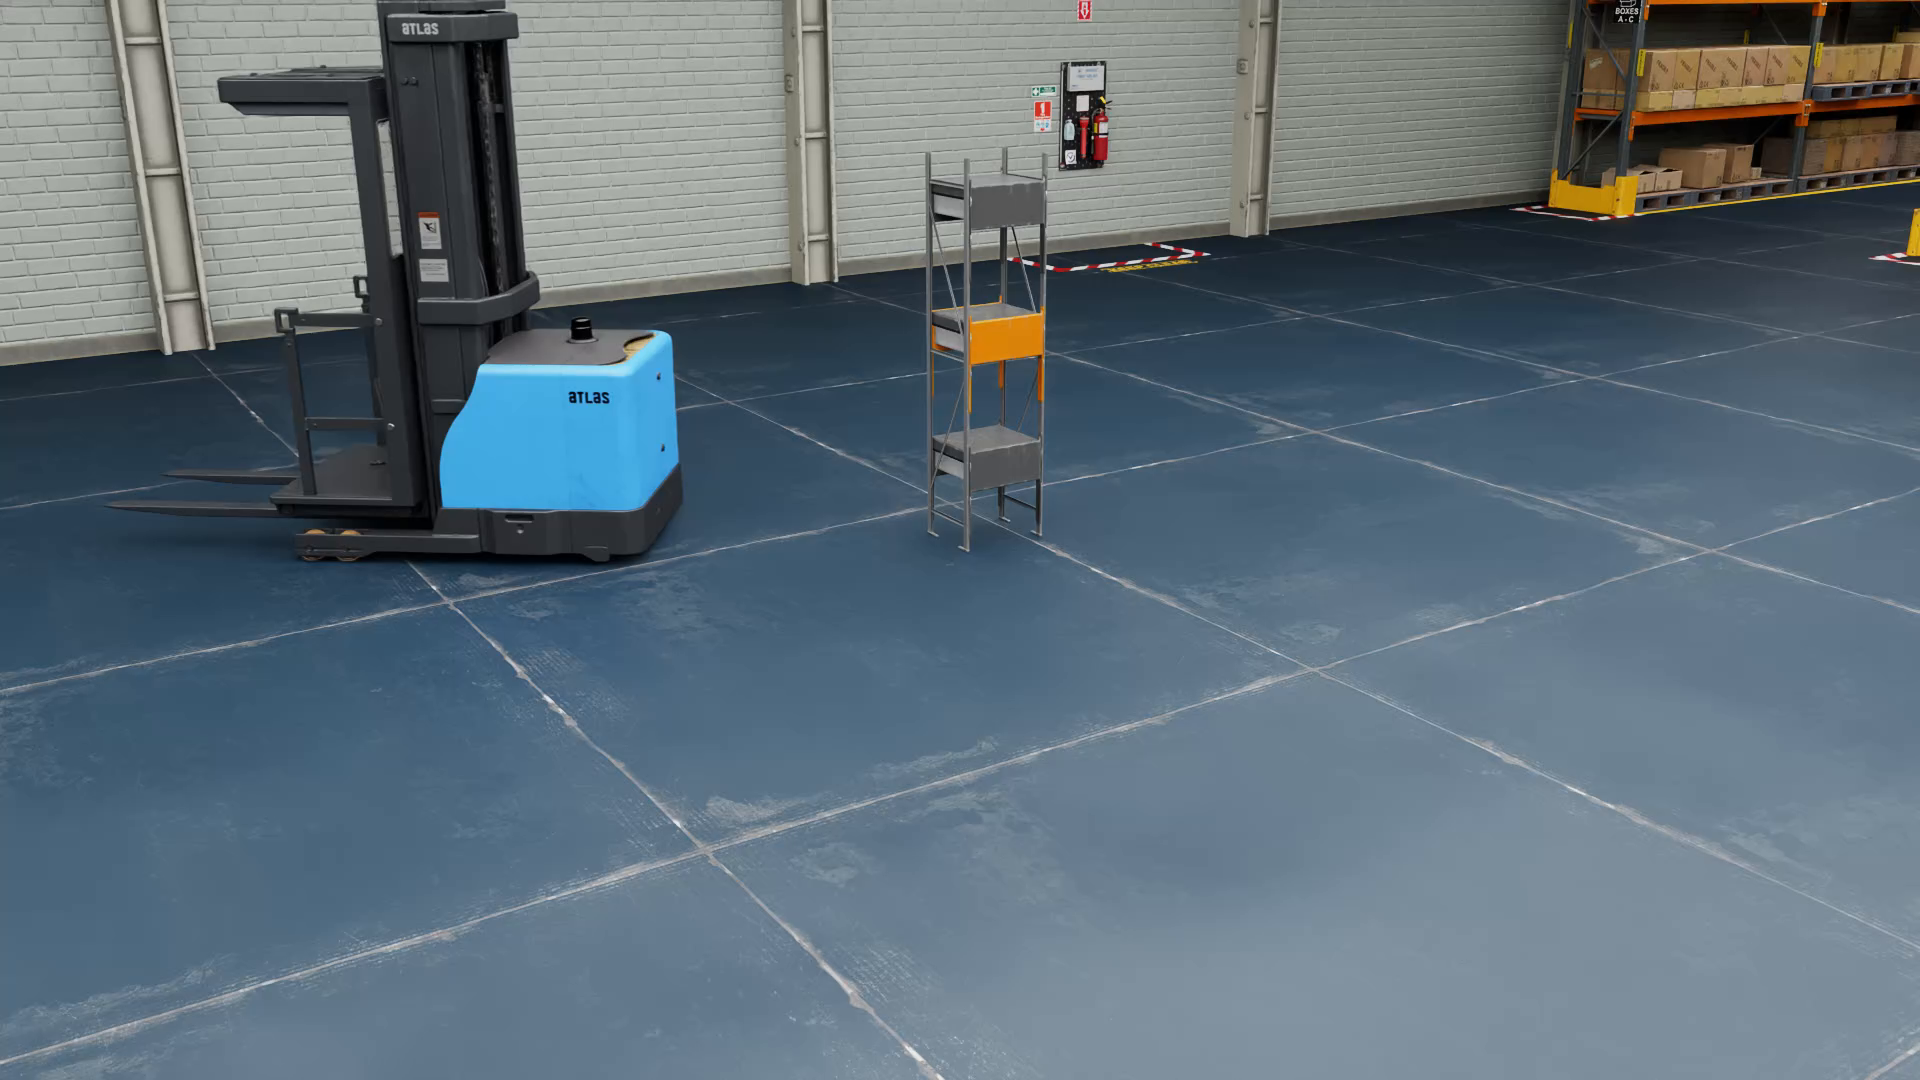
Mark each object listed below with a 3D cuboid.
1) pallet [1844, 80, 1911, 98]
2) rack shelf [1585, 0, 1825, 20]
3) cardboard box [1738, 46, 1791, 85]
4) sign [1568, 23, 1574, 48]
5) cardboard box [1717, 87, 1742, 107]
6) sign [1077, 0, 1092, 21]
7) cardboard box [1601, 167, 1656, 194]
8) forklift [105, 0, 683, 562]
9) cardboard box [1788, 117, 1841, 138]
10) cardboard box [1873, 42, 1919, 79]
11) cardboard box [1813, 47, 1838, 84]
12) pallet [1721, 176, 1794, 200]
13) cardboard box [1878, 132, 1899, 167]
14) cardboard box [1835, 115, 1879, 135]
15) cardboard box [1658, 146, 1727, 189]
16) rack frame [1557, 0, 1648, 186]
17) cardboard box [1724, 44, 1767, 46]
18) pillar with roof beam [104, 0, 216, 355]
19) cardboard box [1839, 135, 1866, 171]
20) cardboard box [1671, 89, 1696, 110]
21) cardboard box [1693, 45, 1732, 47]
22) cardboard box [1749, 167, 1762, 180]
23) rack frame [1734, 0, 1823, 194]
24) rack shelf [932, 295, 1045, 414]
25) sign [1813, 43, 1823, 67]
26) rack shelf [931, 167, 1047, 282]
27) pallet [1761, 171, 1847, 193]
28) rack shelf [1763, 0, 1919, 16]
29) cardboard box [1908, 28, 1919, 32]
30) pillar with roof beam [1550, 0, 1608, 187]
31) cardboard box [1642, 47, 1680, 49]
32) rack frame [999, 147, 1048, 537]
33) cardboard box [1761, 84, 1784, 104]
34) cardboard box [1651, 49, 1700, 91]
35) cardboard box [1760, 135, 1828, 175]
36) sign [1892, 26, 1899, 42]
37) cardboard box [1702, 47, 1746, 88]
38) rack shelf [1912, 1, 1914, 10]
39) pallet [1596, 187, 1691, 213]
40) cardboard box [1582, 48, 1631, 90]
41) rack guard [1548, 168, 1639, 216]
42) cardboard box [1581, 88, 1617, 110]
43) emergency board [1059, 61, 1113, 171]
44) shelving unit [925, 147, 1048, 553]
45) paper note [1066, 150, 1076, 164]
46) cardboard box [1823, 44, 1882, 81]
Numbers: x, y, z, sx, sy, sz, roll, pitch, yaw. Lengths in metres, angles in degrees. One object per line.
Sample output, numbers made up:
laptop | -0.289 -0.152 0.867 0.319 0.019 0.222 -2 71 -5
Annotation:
pallet | 13.467 -6.805 24.989 1.213 0.211 1.003 -12 22 -31
rack shelf | 10.086 -7.279 22.531 4.000 0.370 1.077 -12 22 -31
cardboard box | 11.118 -6.589 23.084 0.500 0.500 0.500 -12 22 -32
sign | 8.128 -6.697 22.068 0.005 0.325 0.100 -12 22 -31
cardboard box | 10.276 -6.058 22.682 0.500 0.250 0.500 -12 22 -31
sign | 1.368 -5.843 18.223 0.199 0.298 0.001 -12 22 -31
cardboard box | 9.043 -4.879 22.504 0.500 0.311 0.500 -15 24 -37
forklift | -3.152 -1.439 8.925 3.031 2.935 1.130 1 19 4
cardboard box | 12.728 -6.143 24.777 0.500 0.250 0.500 -12 22 -33
cardboard box | 14.259 -7.320 25.371 0.500 0.500 0.700 -14 23 -36
cardboard box | 12.201 -6.887 24.090 0.500 0.500 0.700 -12 22 -31
pallet | 11.215 -5.102 24.007 1.213 0.211 1.003 -12 22 -31
cardboard box | 14.031 -6.079 25.760 0.500 0.500 0.700 -12 22 -31
cardboard box | 13.588 -6.319 25.297 0.500 0.250 0.500 -12 22 -32
cardboard box | 10.160 -5.185 23.113 0.500 0.500 0.700 -14 23 -35
rack frame | 8.416 -5.846 21.854 0.127 3.000 1.000 -12 22 -31
cardboard box | 11.249 -6.818 23.760 0.500 0.500 0.500 -13 22 -33
pillar with roof beam | -4.141 -4.721 9.158 0.400 9.000 9.100 -12 22 -31
cardboard box | 13.215 -5.893 25.208 0.500 0.500 0.700 -12 22 -31
cardboard box | 9.424 -5.881 22.160 0.500 0.250 0.500 -13 22 -33
cardboard box | 10.396 -6.641 23.238 0.500 0.500 0.500 -11 22 -30
cardboard box | 11.326 -5.315 24.019 0.250 0.166 0.380 -16 24 -38
rack frame | 11.757 -6.551 23.938 0.127 3.000 1.000 -12 22 -31
rack shelf | 0.138 -1.011 8.999 0.480 0.518 0.431 -12 22 -31
sign | 12.062 -6.817 23.374 0.005 0.325 0.100 -12 22 -31
rack shelf | 0.138 -1.674 8.775 0.480 0.518 0.431 -12 22 -31
pallet | 12.406 -5.367 24.792 1.213 0.211 1.003 -12 22 -31
rack shelf | 13.427 -7.983 24.615 4.000 0.370 1.077 -12 22 -31
cardboard box | 15.334 -7.958 26.277 0.500 0.250 0.500 -11 22 -30
pillar with roof beam | 10.893 -7.892 18.537 0.400 9.000 9.100 -12 22 -31
cardboard box | 9.548 -6.458 22.696 0.500 0.500 0.500 -13 22 -33
rack frame | 0.342 -1.067 9.122 0.015 2.100 0.400 -12 22 -31
cardboard box | 11.107 -6.239 23.220 0.500 0.250 0.500 -12 22 -31
cardboard box | 9.398 -6.228 22.016 0.500 0.500 0.500 -12 22 -31
cardboard box | 12.362 -5.709 24.665 0.500 0.500 0.700 -11 22 -30
sign | 14.790 -7.952 26.274 0.005 0.325 0.100 -12 22 -31
cardboard box | 10.258 -6.412 22.558 0.500 0.500 0.500 -11 22 -30
rack shelf | 16.768 -8.688 26.699 4.000 0.370 1.077 -12 22 -31
pallet | 9.178 -4.672 22.736 1.213 0.211 1.003 -12 22 -31
cardboard box | 8.693 -6.280 22.169 0.500 0.500 0.500 -12 22 -32
rack guard | 8.480 -4.676 22.294 0.348 0.500 1.175 -12 22 -31
cardboard box | 8.700 -5.919 22.272 0.500 0.250 0.500 -12 22 -31
emergency board | 1.429 -4.719 18.520 0.643 1.169 0.194 -12 22 -31
shelving unit | 0.138 -1.024 8.995 0.503 2.100 0.431 -12 22 -31
paper note | 1.243 -4.289 18.624 0.142 0.148 0.016 -12 22 -31
cardboard box | 13.204 -7.108 24.743 0.500 0.500 0.700 -9 21 -24
